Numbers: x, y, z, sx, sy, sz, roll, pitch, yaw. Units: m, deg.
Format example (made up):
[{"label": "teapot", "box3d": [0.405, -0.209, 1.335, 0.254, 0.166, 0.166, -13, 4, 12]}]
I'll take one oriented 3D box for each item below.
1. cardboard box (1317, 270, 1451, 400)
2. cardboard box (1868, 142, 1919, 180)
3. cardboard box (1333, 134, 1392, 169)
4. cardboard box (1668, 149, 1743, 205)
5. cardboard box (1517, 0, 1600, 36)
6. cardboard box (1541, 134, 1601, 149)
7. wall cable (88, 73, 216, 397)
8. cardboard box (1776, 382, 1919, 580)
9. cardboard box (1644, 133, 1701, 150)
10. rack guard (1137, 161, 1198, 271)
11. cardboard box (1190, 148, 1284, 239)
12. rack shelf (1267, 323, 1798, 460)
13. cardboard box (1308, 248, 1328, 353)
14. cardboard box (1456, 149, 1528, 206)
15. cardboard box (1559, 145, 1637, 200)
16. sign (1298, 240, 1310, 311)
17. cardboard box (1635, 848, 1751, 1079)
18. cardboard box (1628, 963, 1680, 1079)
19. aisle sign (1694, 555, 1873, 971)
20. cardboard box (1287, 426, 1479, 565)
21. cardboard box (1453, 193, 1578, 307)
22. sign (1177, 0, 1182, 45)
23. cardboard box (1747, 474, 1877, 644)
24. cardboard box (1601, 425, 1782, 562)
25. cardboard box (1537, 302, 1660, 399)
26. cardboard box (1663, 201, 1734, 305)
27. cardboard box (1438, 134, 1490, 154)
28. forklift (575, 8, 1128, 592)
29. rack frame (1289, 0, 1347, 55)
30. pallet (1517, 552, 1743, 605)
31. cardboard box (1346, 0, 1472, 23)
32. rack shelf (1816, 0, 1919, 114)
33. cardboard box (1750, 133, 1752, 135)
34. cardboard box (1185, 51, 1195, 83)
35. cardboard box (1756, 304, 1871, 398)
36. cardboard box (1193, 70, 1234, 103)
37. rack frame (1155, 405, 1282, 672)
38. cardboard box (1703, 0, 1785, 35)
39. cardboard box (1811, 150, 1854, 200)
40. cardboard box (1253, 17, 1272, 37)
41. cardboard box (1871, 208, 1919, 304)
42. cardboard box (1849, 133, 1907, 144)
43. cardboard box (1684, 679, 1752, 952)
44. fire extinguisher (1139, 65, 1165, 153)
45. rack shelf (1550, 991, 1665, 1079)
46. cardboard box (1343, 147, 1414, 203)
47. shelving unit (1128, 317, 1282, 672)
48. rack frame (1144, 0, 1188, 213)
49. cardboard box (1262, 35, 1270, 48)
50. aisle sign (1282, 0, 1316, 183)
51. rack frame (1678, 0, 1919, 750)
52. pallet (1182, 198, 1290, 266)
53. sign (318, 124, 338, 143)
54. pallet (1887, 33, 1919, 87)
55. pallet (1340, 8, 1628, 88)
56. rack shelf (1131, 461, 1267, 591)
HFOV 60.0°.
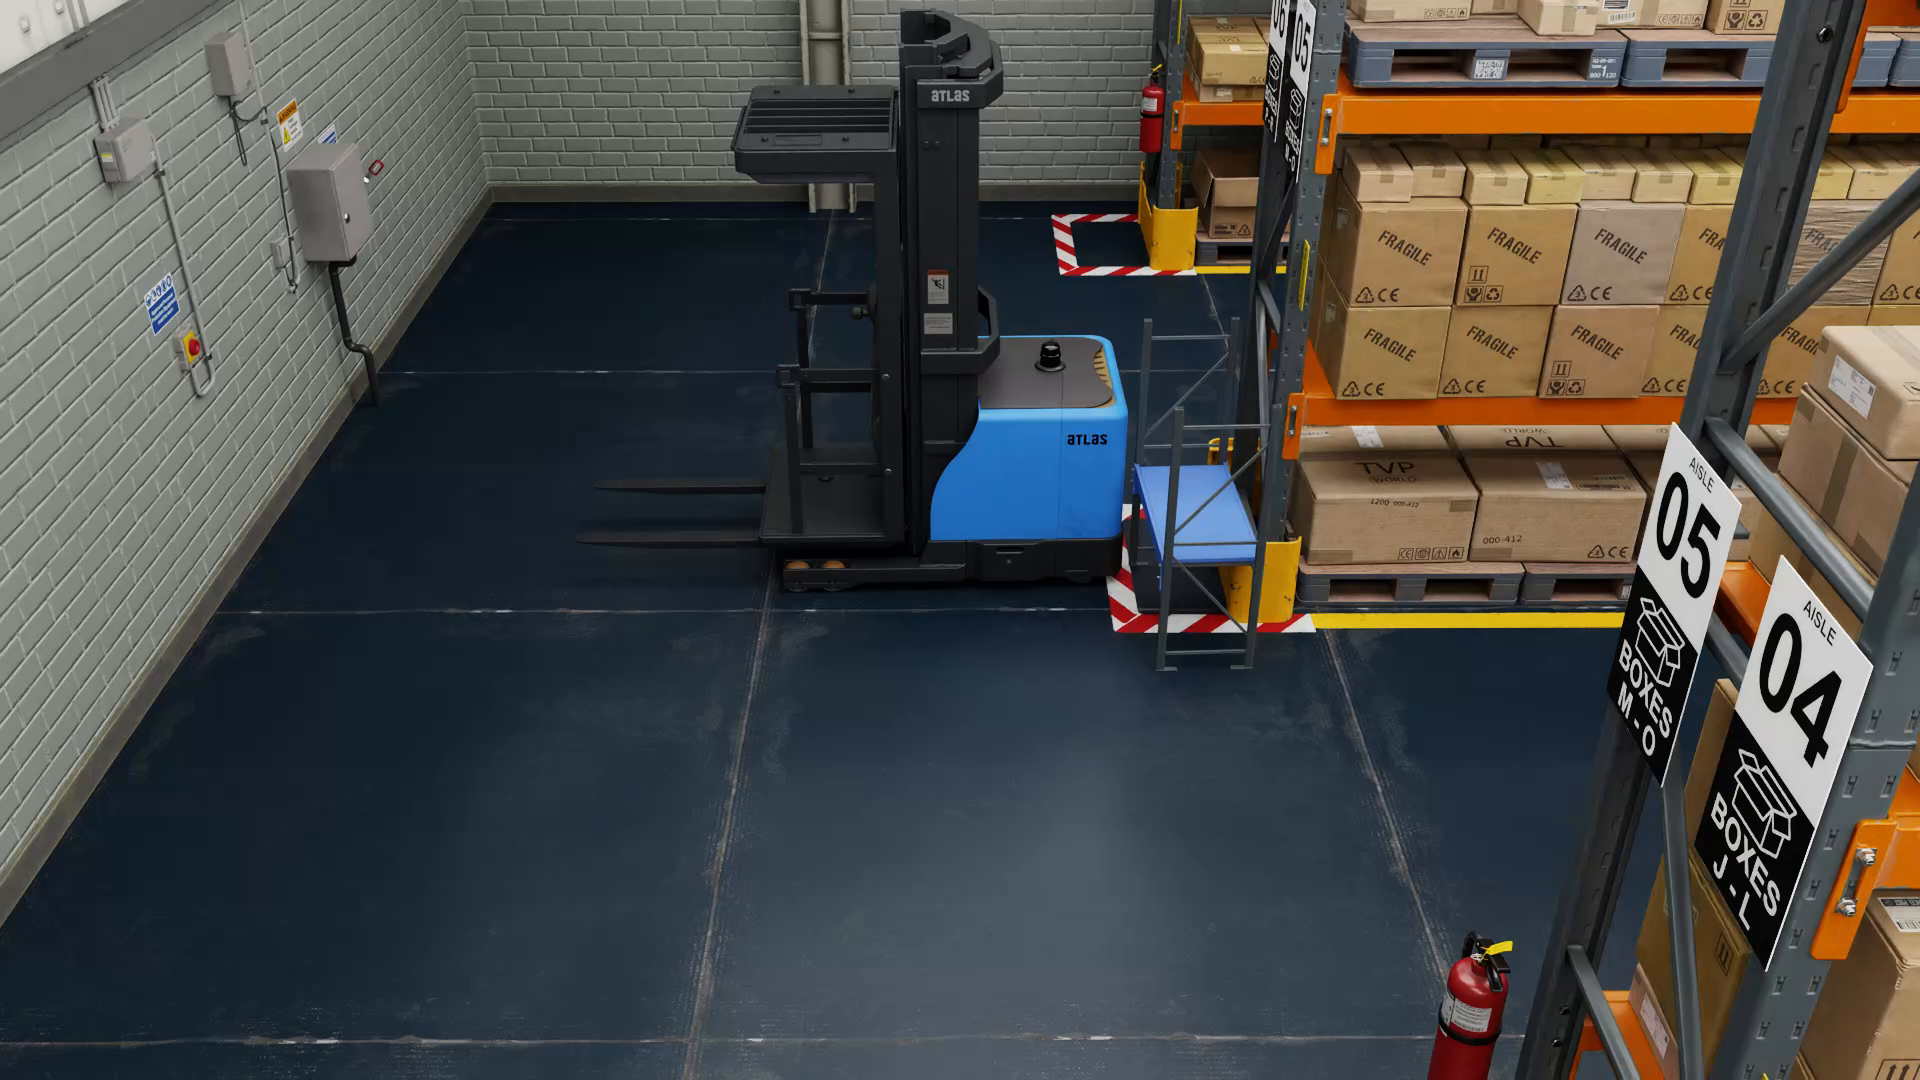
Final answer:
[{"label": "cardboard box", "box3d": [2.119, -1.037, 8.360, 0.500, 0.500, 0.500, 0, 31, -1]}, {"label": "cardboard box", "box3d": [4.564, -1.785, 8.004, 0.250, 0.149, 0.380, 0, 31, -1]}, {"label": "cardboard box", "box3d": [1.995, -1.994, 8.349, 0.250, 0.149, 0.380, 0, 31, 0]}, {"label": "cardboard box", "box3d": [3.545, -1.730, 7.913, 0.250, 0.149, 0.380, -1, 31, -1]}, {"label": "cardboard box", "box3d": [2.726, -2.423, 7.590, 0.250, 0.149, 0.380, 1, 31, 2]}, {"label": "cardboard box", "box3d": [3.020, -1.996, 8.351, 0.250, 0.149, 0.380, 0, 31, -1]}, {"label": "wall cable", "box3d": [-4.001, -1.560, 8.308, 0.123, 1.953, 0.585, 0, 31, 0]}, {"label": "cardboard box", "box3d": [2.227, -0.140, 3.749, 0.500, 0.250, 0.500, -1, 31, -2]}, {"label": "cardboard box", "box3d": [3.533, -2.018, 8.387, 0.250, 0.149, 0.380, 1, 31, 1]}, {"label": "rack guard", "box3d": [1.679, -2.648, 13.522, 0.348, 0.500, 1.175, 0, 31, 0]}, {"label": "cardboard box", "box3d": [2.216, -2.781, 13.334, 0.637, 0.503, 0.797, -1, 31, -2]}, {"label": "rack shelf", "box3d": [3.637, -0.840, 8.826, 4.000, 0.370, 1.077, 0, 31, 0]}, {"label": "cardboard box", "box3d": [2.118, -1.323, 8.832, 0.500, 0.500, 0.500, 0, 31, 0]}, {"label": "cardboard box", "box3d": [2.516, -1.726, 7.906, 0.250, 0.149, 0.380, 1, 31, 1]}, {"label": "cardboard box", "box3d": [3.041, -1.764, 7.970, 0.250, 0.149, 0.380, 0, 31, 0]}, {"label": "sign", "box3d": [1.634, -1.258, 7.910, 0.005, 0.325, 0.100, 0, 31, 0]}, {"label": "cardboard box", "box3d": [2.216, 1.121, 4.517, 0.500, 0.500, 0.500, 0, 31, 1]}, {"label": "cardboard box", "box3d": [2.092, 1.385, 4.706, 0.250, 0.149, 0.380, 0, 31, 0]}, {"label": "aisle sign", "box3d": [1.697, 0.470, 3.467, 0.004, 0.787, 0.394, 0, 31, 0]}, {"label": "cardboard box", "box3d": [2.296, -0.280, 9.274, 0.875, 0.438, 0.875, -1, 31, -2]}, {"label": "cardboard box", "box3d": [2.635, -1.471, 8.111, 0.500, 0.500, 0.500, -1, 31, -2]}, {"label": "sign", "box3d": [1.607, -3.805, 12.184, 0.005, 0.325, 0.100, 0, 31, 0]}, {"label": "cardboard box", "box3d": [2.221, 0.069, 3.887, 0.500, 0.250, 0.500, -1, 31, -1]}, {"label": "cardboard box", "box3d": [4.113, -0.289, 9.289, 0.875, 0.438, 0.875, -1, 31, -2]}, {"label": "cardboard box", "box3d": [3.133, -1.045, 8.374, 0.500, 0.500, 0.500, 0, 31, -1]}, {"label": "cardboard box", "box3d": [3.649, -1.479, 8.124, 0.500, 0.500, 0.500, 0, 31, 0]}, {"label": "cardboard box", "box3d": [2.506, -2.052, 8.444, 0.250, 0.149, 0.380, 0, 31, -1]}, {"label": "forklift", "box3d": [-0.624, -1.246, 8.867, 3.031, 2.935, 1.130, -1, 31, -1]}, {"label": "rack frame", "box3d": [1.637, -3.707, 7.073, 0.127, 3.000, 1.000, 0, 31, 0]}, {"label": "pallet", "box3d": [3.653, 0.005, 9.427, 1.213, 0.211, 1.003, 0, 31, 0]}, {"label": "cardboard box", "box3d": [2.086, -2.630, 7.834, 0.500, 0.250, 0.500, -3, 31, -5]}, {"label": "rack shelf", "box3d": [3.768, -0.837, 3.039, 4.000, 0.370, 1.077, 0, 31, 0]}, {"label": "cardboard box", "box3d": [4.043, -2.005, 8.367, 0.250, 0.149, 0.380, 0, 31, 0]}, {"label": "cardboard box", "box3d": [1.933, -3.749, 13.169, 0.250, 0.149, 0.380, -1, 31, -1]}, {"label": "cardboard box", "box3d": [4.158, -1.049, 8.380, 0.500, 0.500, 0.500, -1, 31, -1]}, {"label": "cardboard box", "box3d": [1.934, -3.468, 12.705, 0.250, 0.149, 0.380, 0, 31, -1]}, {"label": "rack frame", "box3d": [1.253, 0.021, 8.159, 0.500, 1.500, 0.032, -1, 31, -2]}, {"label": "cardboard box", "box3d": [3.654, -2.618, 7.572, 0.500, 0.500, 0.500, 0, 31, 1]}, {"label": "cardboard box", "box3d": [4.052, -1.765, 7.970, 0.250, 0.149, 0.380, -1, 31, -1]}, {"label": "cardboard box", "box3d": [2.577, -3.920, 13.065, 0.500, 0.250, 0.500, 0, 31, 0]}, {"label": "cardboard box", "box3d": [4.659, -1.482, 8.130, 0.500, 0.500, 0.500, -1, 31, -1]}, {"label": "cardboard box", "box3d": [4.559, -2.035, 8.415, 0.250, 0.149, 0.380, 0, 31, -1]}, {"label": "cardboard box", "box3d": [2.224, 0.698, 4.250, 0.500, 0.500, 0.500, -1, 31, -1]}, {"label": "fire extinguisher", "box3d": [1.459, -3.284, 12.594, 0.183, 0.674, 0.296, 0, 31, 0]}, {"label": "rack shelf", "box3d": [3.768, 1.727, 4.595, 4.000, 0.370, 1.077, 0, 31, 0]}, {"label": "cardboard box", "box3d": [1.994, -1.747, 7.941, 0.250, 0.149, 0.380, 0, 31, 1]}, {"label": "shelving unit", "box3d": [1.228, -0.243, 8.593, 0.538, 1.500, 1.048, -1, 31, -2]}, {"label": "rack frame", "box3d": [1.603, -3.716, 12.873, 0.127, 3.000, 1.000, 0, 31, 0]}, {"label": "cardboard box", "box3d": [2.563, -3.643, 12.609, 0.500, 0.250, 0.500, 0, 31, 0]}, {"label": "aisle sign", "box3d": [1.567, -2.103, 7.707, 0.004, 0.787, 0.394, 0, 31, 0]}, {"label": "rack frame", "box3d": [1.768, -1.139, 2.842, 0.127, 3.000, 1.000, 0, 31, 0]}, {"label": "pallet", "box3d": [2.477, -2.527, 13.601, 1.213, 0.211, 1.003, 0, 31, 0]}, {"label": "sign", "box3d": [-4.078, -2.417, 10.823, 0.001, 0.494, 0.329, 0, 31, 0]}, {"label": "pallet", "box3d": [4.819, -2.402, 7.899, 1.213, 0.211, 1.003, 0, 31, 0]}, {"label": "pallet", "box3d": [2.379, -2.394, 7.887, 1.213, 0.211, 1.003, 0, 31, 0]}, {"label": "rack shelf", "box3d": [1.228, -0.089, 8.686, 0.538, 0.185, 1.000, -1, 31, -2]}]
